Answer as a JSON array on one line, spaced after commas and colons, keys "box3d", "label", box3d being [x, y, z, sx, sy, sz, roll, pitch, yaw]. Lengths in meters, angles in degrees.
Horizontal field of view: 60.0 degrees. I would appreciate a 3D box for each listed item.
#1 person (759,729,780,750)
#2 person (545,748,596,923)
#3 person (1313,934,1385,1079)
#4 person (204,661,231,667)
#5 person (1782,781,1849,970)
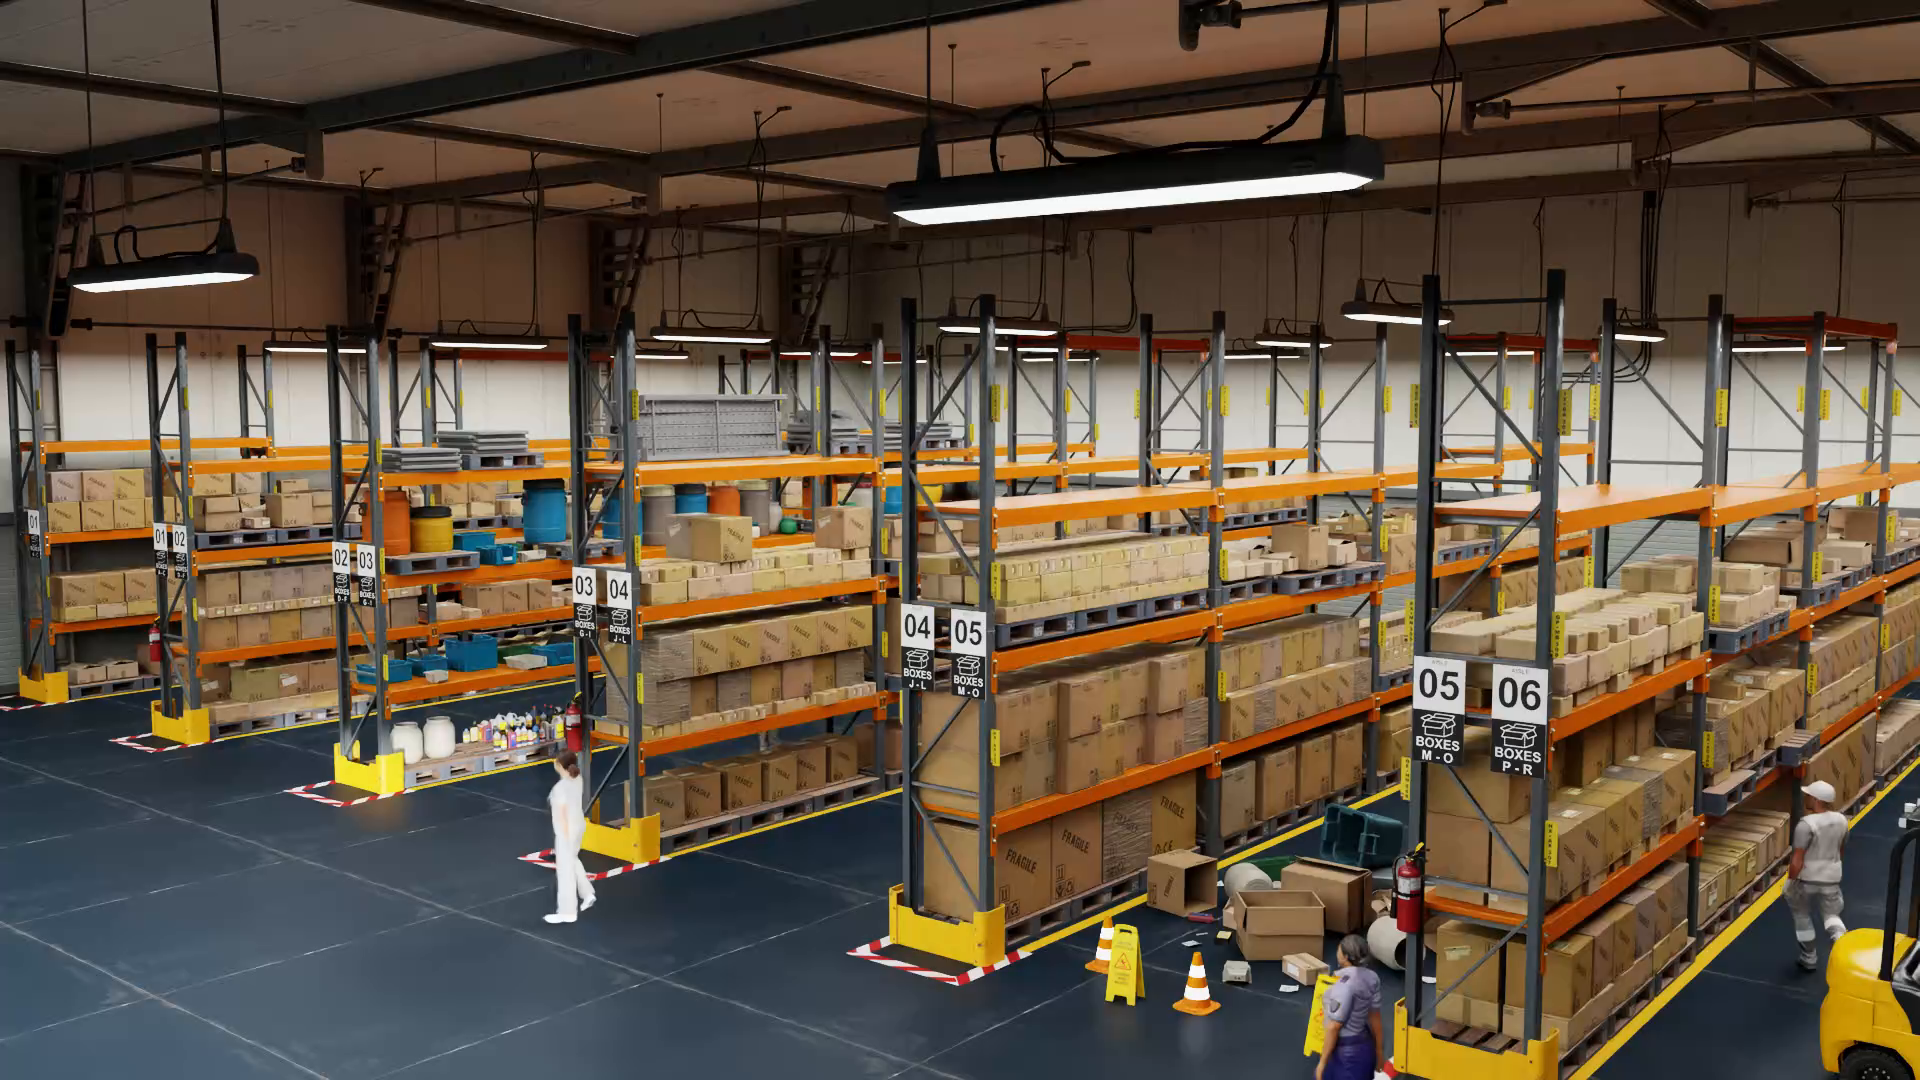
[{"box3d": [-2.603, 2.124, 22.494, 0.433, 1.604, 0.371, -5, 7, -43], "label": "person"}, {"box3d": [-3.803, 2.858, 16.238, 0.392, 1.685, 0.531, 1, 5, 16], "label": "person"}, {"box3d": [2.585, 3.383, 10.921, 0.958, 1.597, 0.469, 1, 5, 15], "label": "person"}, {"box3d": [-12.151, 1.911, 27.155, 0.521, 1.684, 0.518, -3, 6, -32], "label": "person"}, {"box3d": [7.549, 2.984, 14.692, 0.564, 1.743, 0.742, 1, 5, 8], "label": "person"}]
